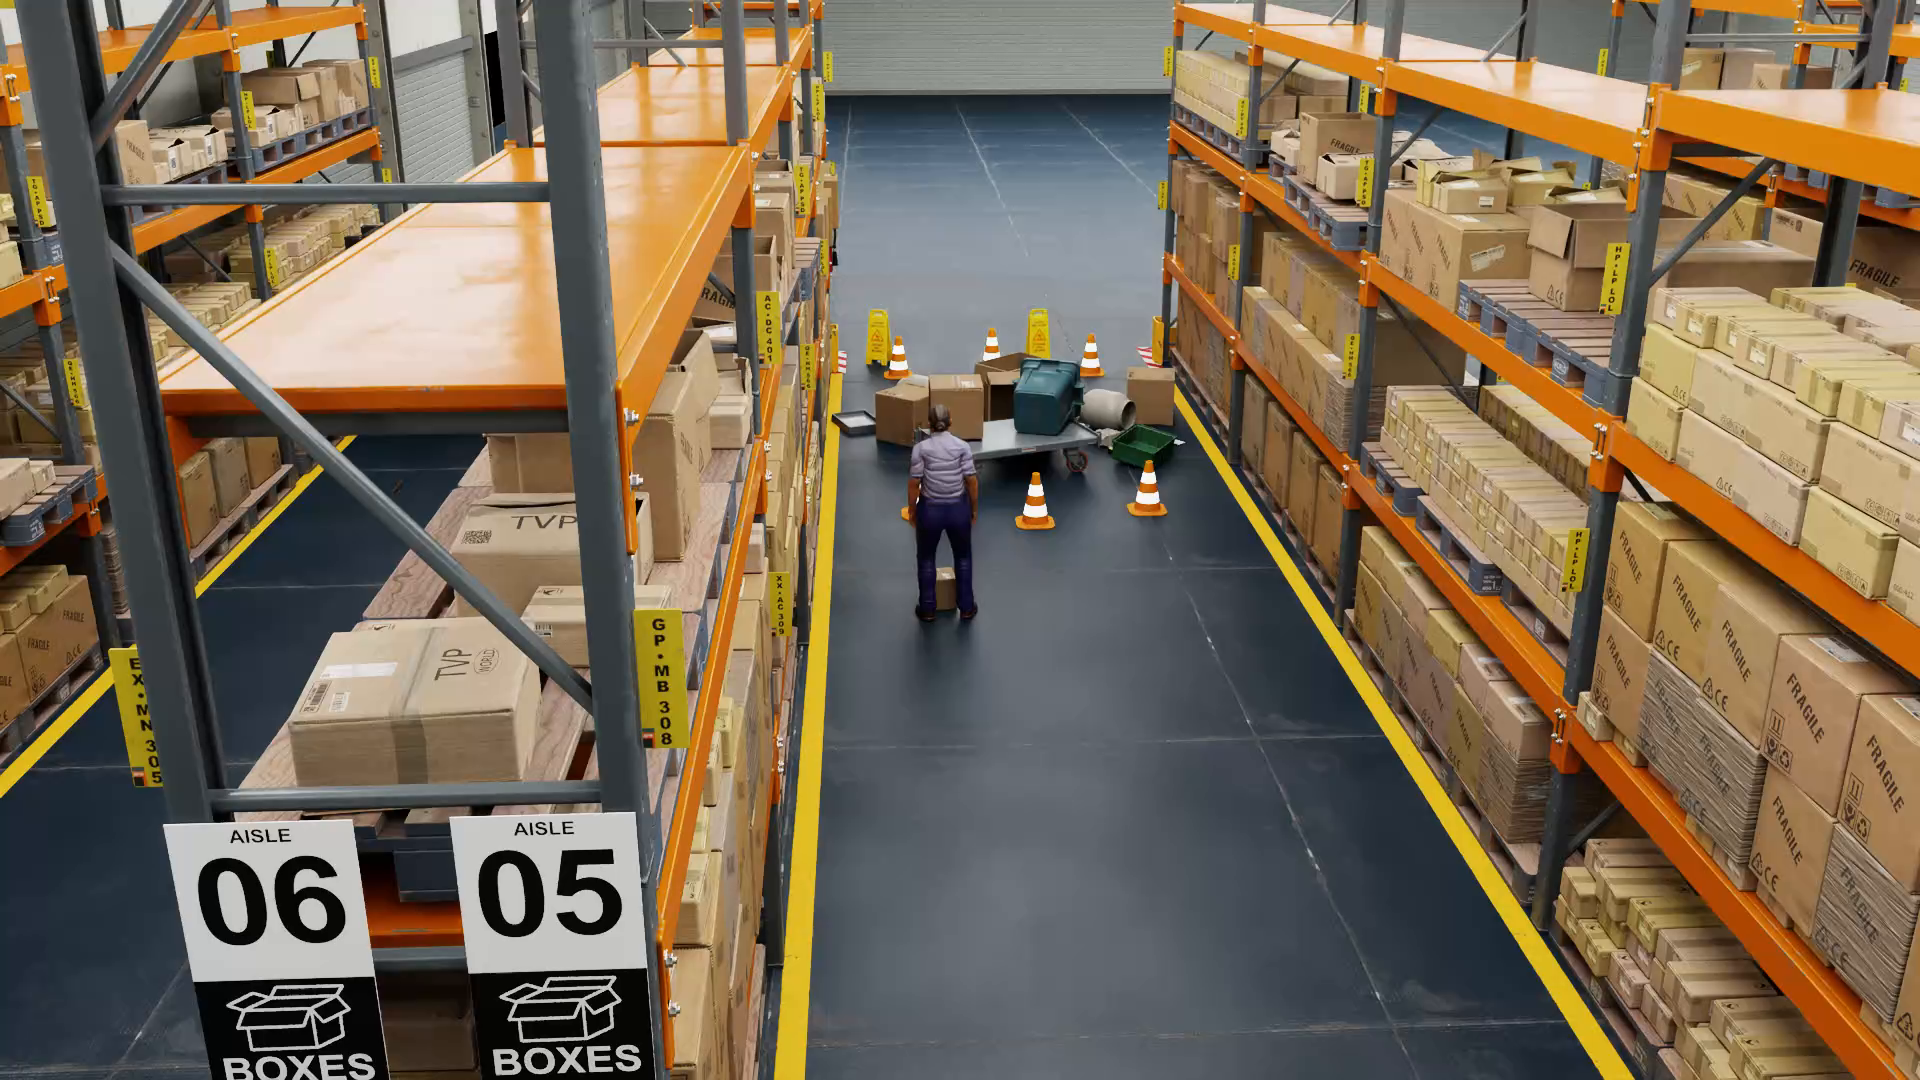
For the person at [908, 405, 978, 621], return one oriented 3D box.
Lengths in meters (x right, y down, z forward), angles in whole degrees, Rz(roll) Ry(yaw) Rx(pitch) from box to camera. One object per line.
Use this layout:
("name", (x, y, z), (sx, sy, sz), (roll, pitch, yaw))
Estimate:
("person", (-0.122, -0.193, 12.430), (0.538, 1.647, 0.378), (-2, 21, -5))
